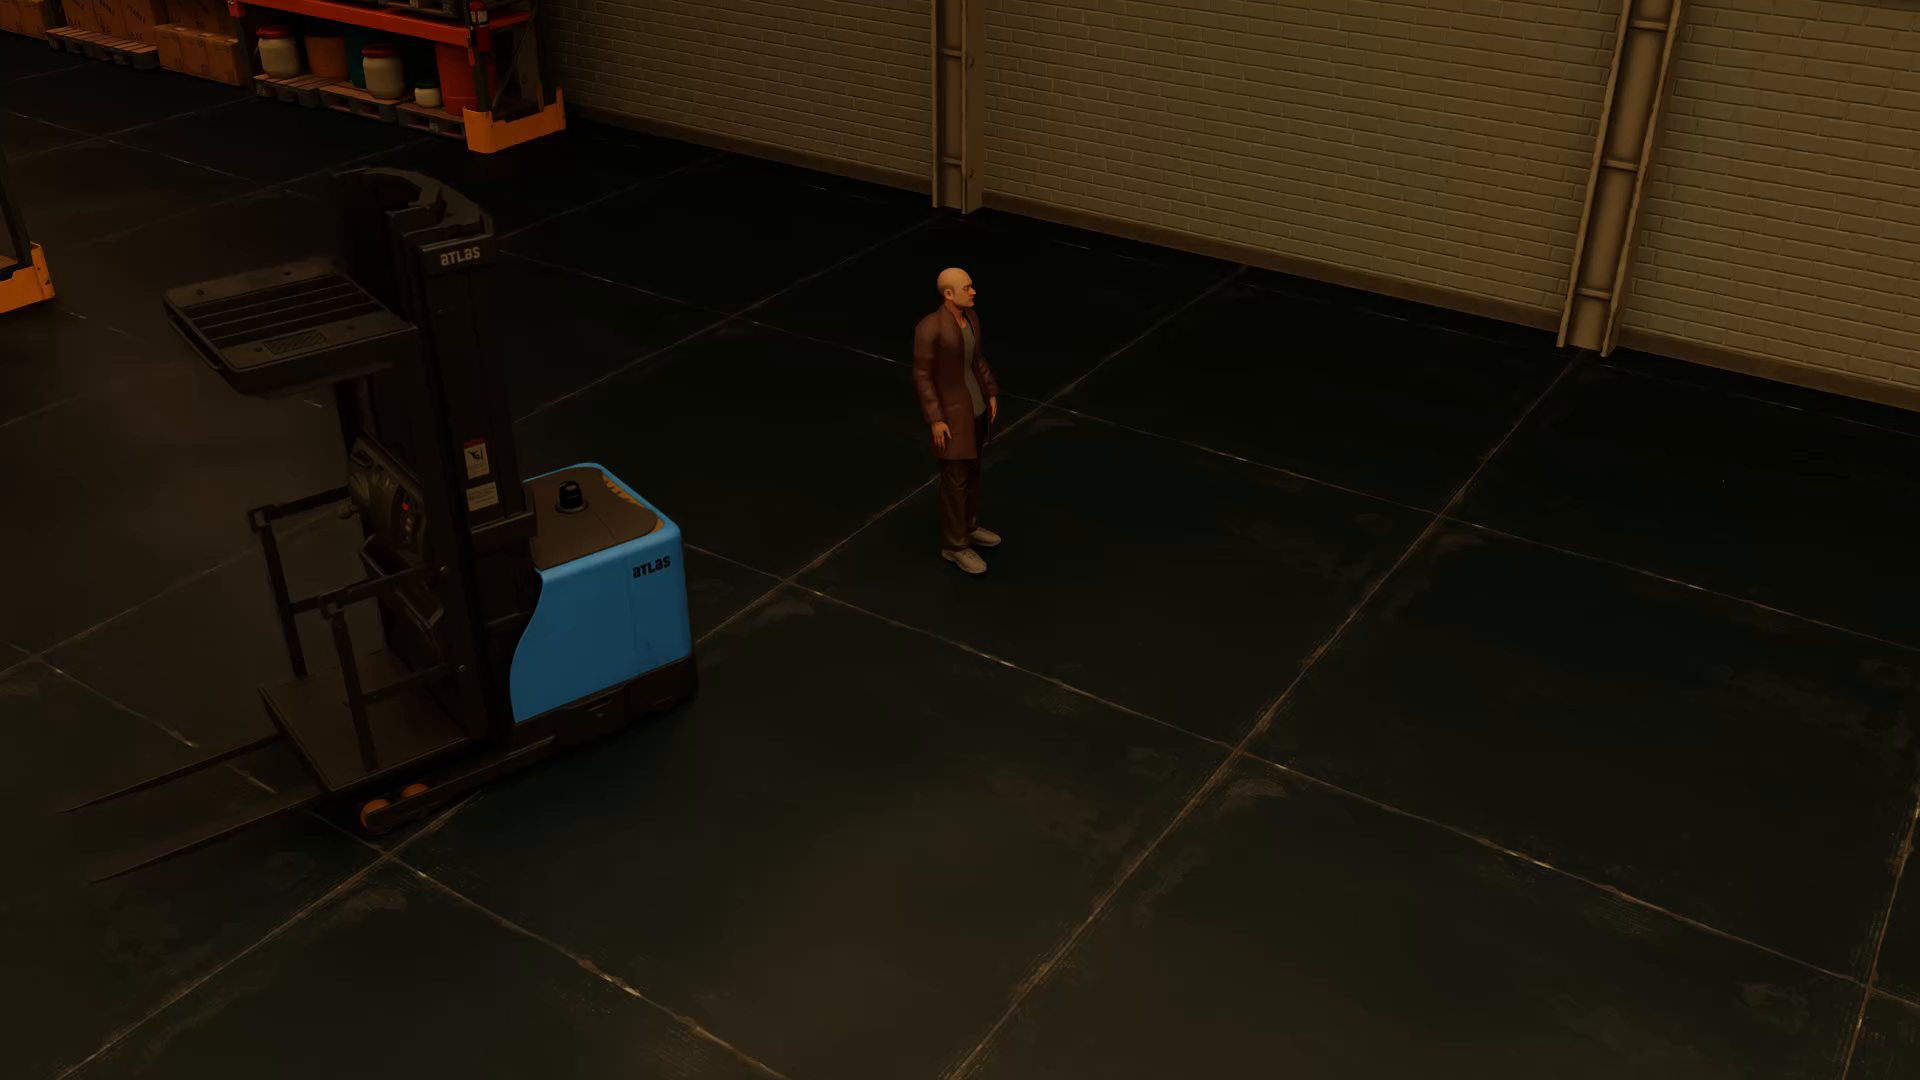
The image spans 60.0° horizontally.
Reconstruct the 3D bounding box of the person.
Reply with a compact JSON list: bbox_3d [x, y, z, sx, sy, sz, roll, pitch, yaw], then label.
[{"bbox_3d":[0.073,-0.748,10.003,0.582,1.776,0.696,19,35,29],"label":"person"}]

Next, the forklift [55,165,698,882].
[{"bbox_3d":[-2.891,-0.145,7.831,3.031,2.935,1.130,-21,36,-32],"label":"forklift"}]
